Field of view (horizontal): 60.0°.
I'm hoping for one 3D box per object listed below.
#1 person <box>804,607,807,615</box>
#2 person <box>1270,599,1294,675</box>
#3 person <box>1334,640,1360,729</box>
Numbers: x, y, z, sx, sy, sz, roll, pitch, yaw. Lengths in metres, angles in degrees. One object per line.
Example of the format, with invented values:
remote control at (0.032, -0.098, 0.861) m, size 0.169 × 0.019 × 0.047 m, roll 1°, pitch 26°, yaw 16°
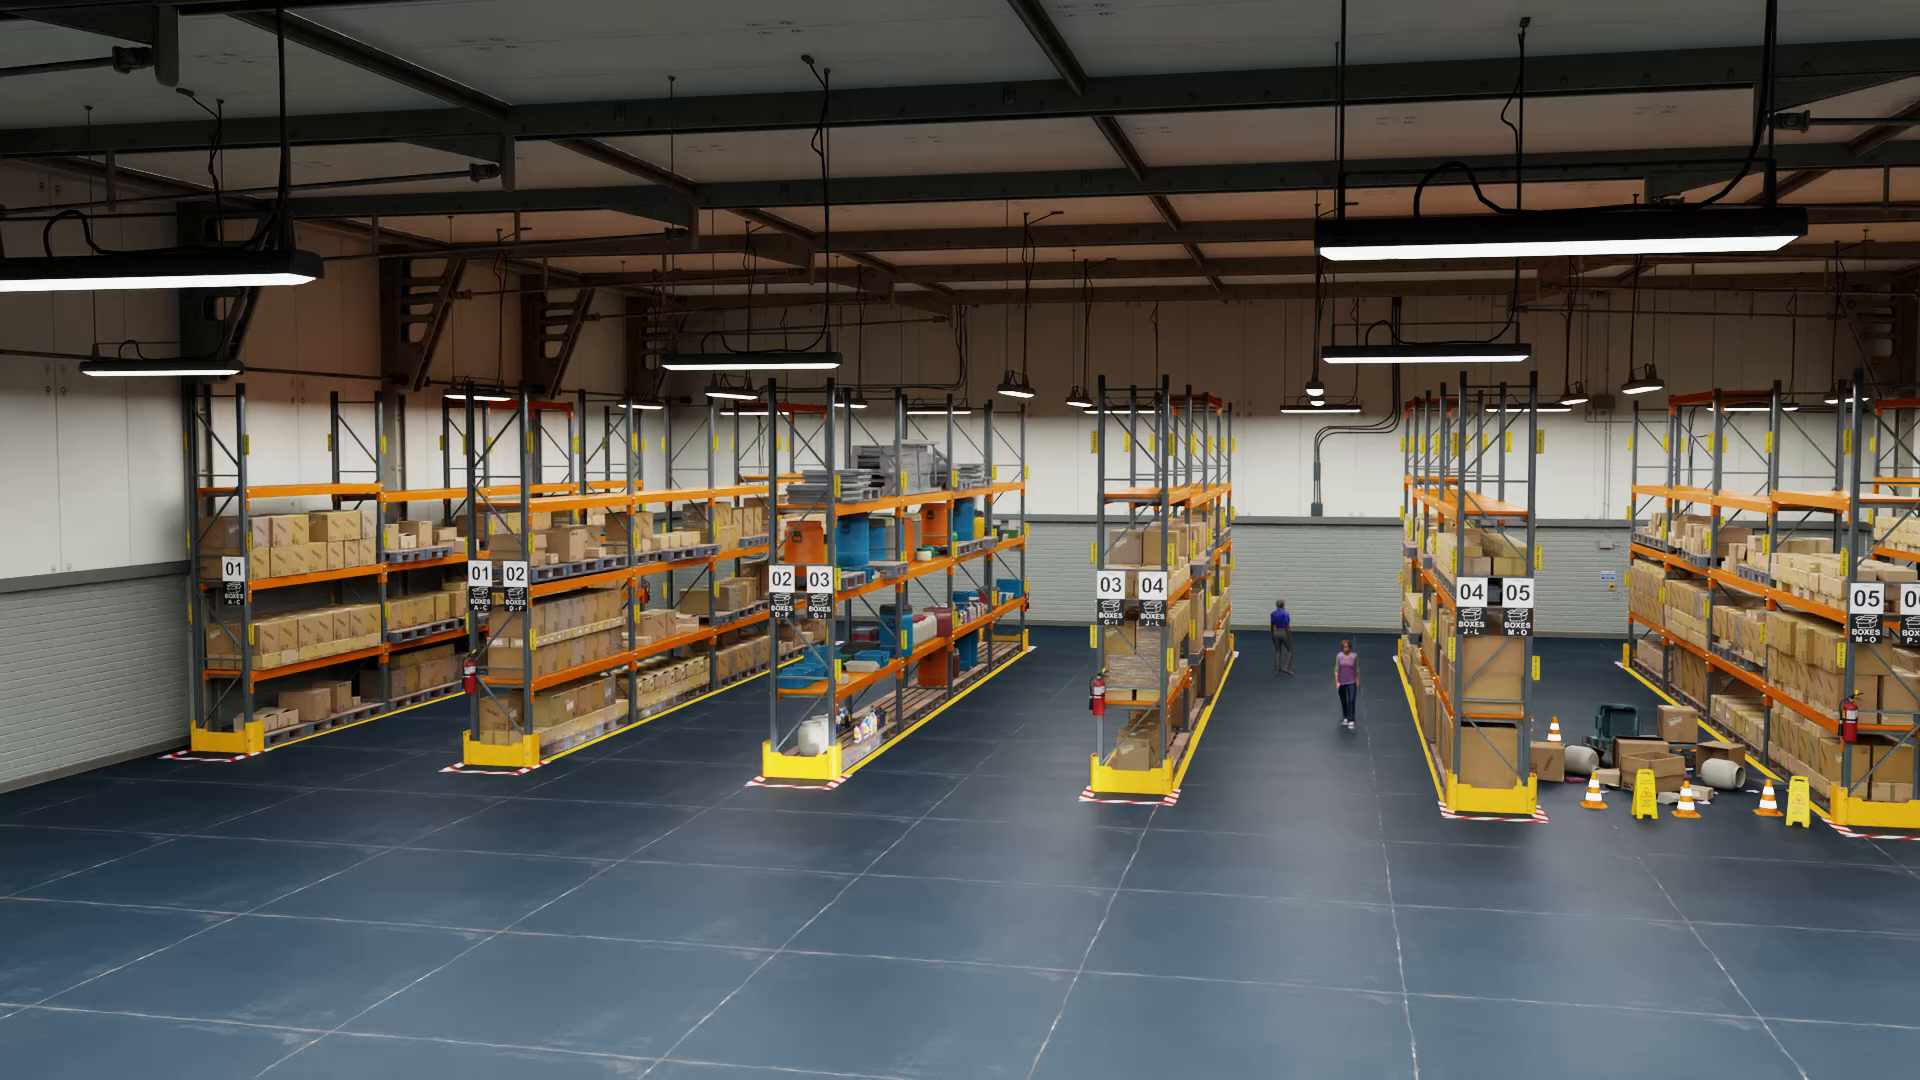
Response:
person at (-3.887, 1.699, 43.096) m, size 0.420 × 1.651 × 0.474 m, roll 1°, pitch 3°, yaw 16°
person at (7.006, 2.120, 36.218) m, size 0.498 × 1.687 × 0.423 m, roll 2°, pitch 4°, yaw 33°
person at (6.807, 2.531, 29.275) m, size 0.435 × 1.551 × 0.942 m, roll 1°, pitch 4°, yaw 22°
